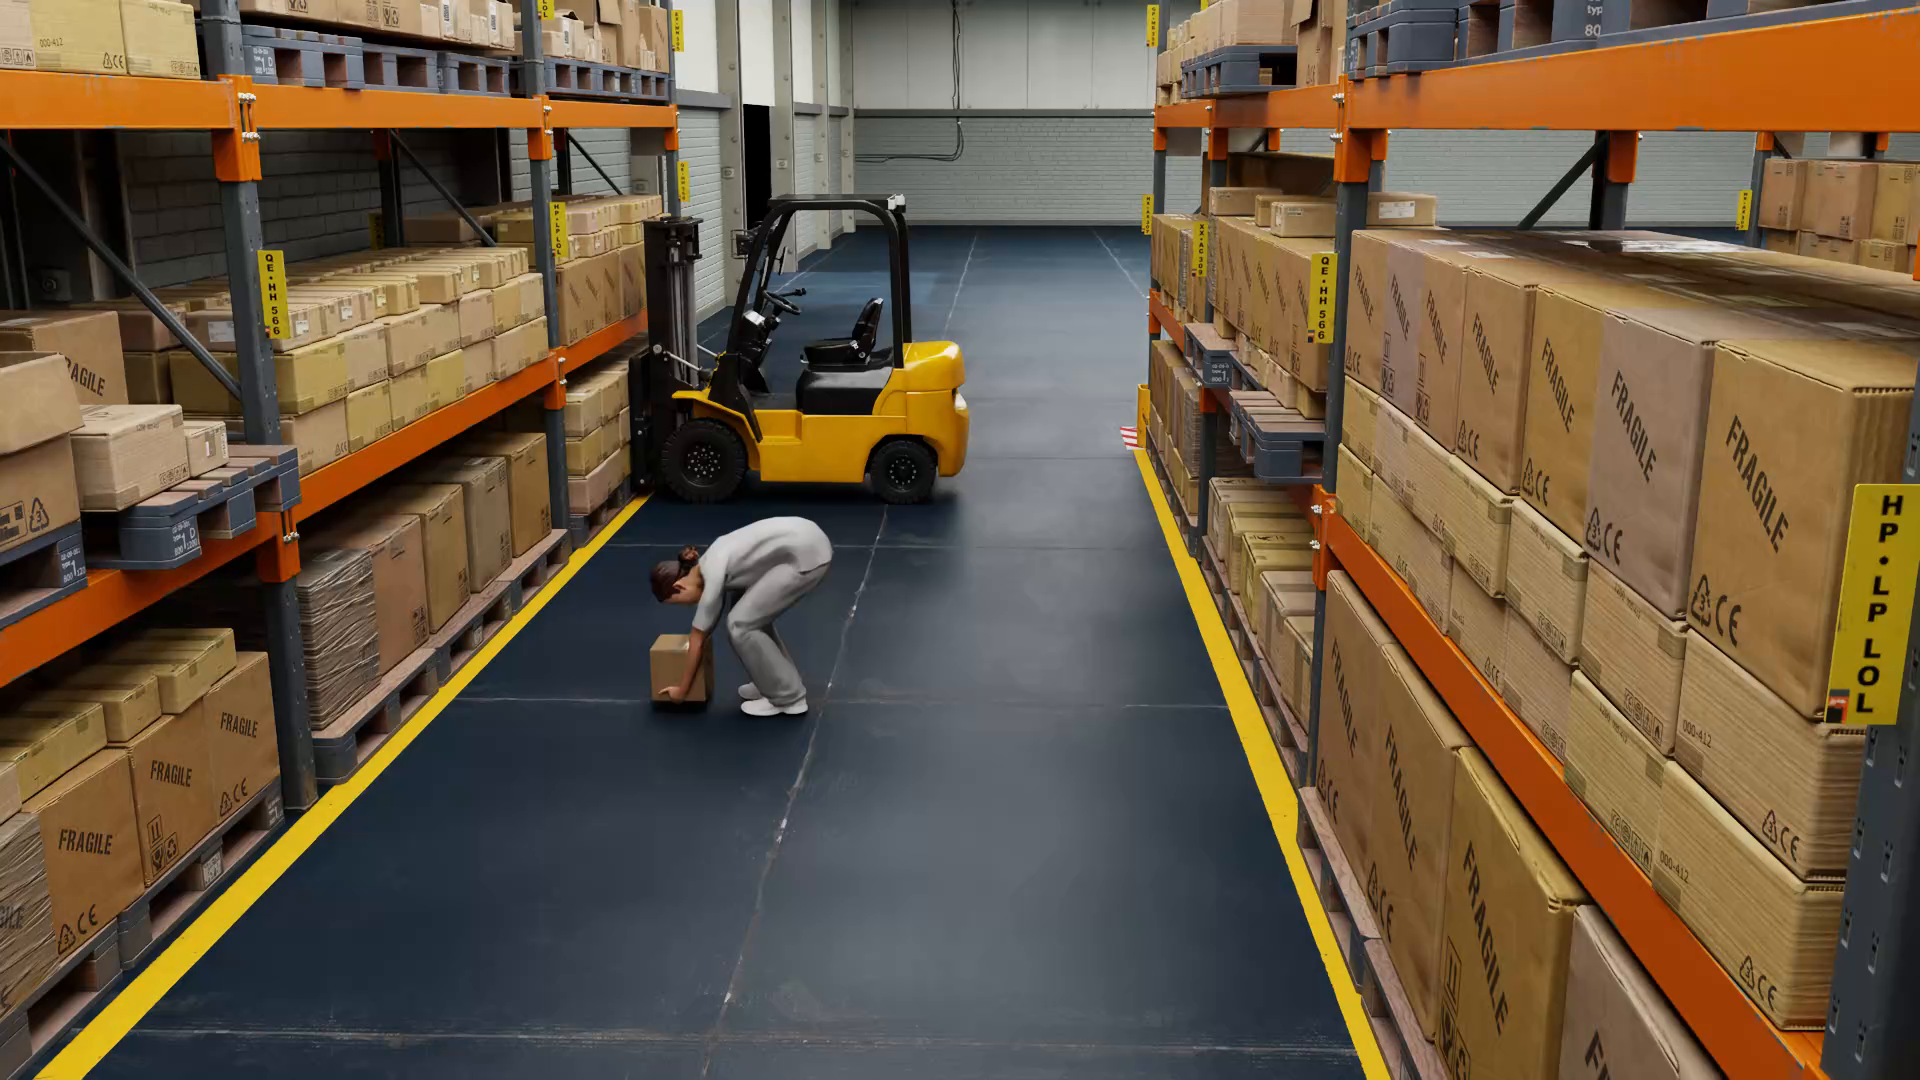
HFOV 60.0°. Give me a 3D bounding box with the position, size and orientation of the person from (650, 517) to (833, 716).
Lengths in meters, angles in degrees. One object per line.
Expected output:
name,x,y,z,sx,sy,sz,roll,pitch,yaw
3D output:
person,-1.011,0.347,7.721,0.848,0.893,0.464,0,14,-1
